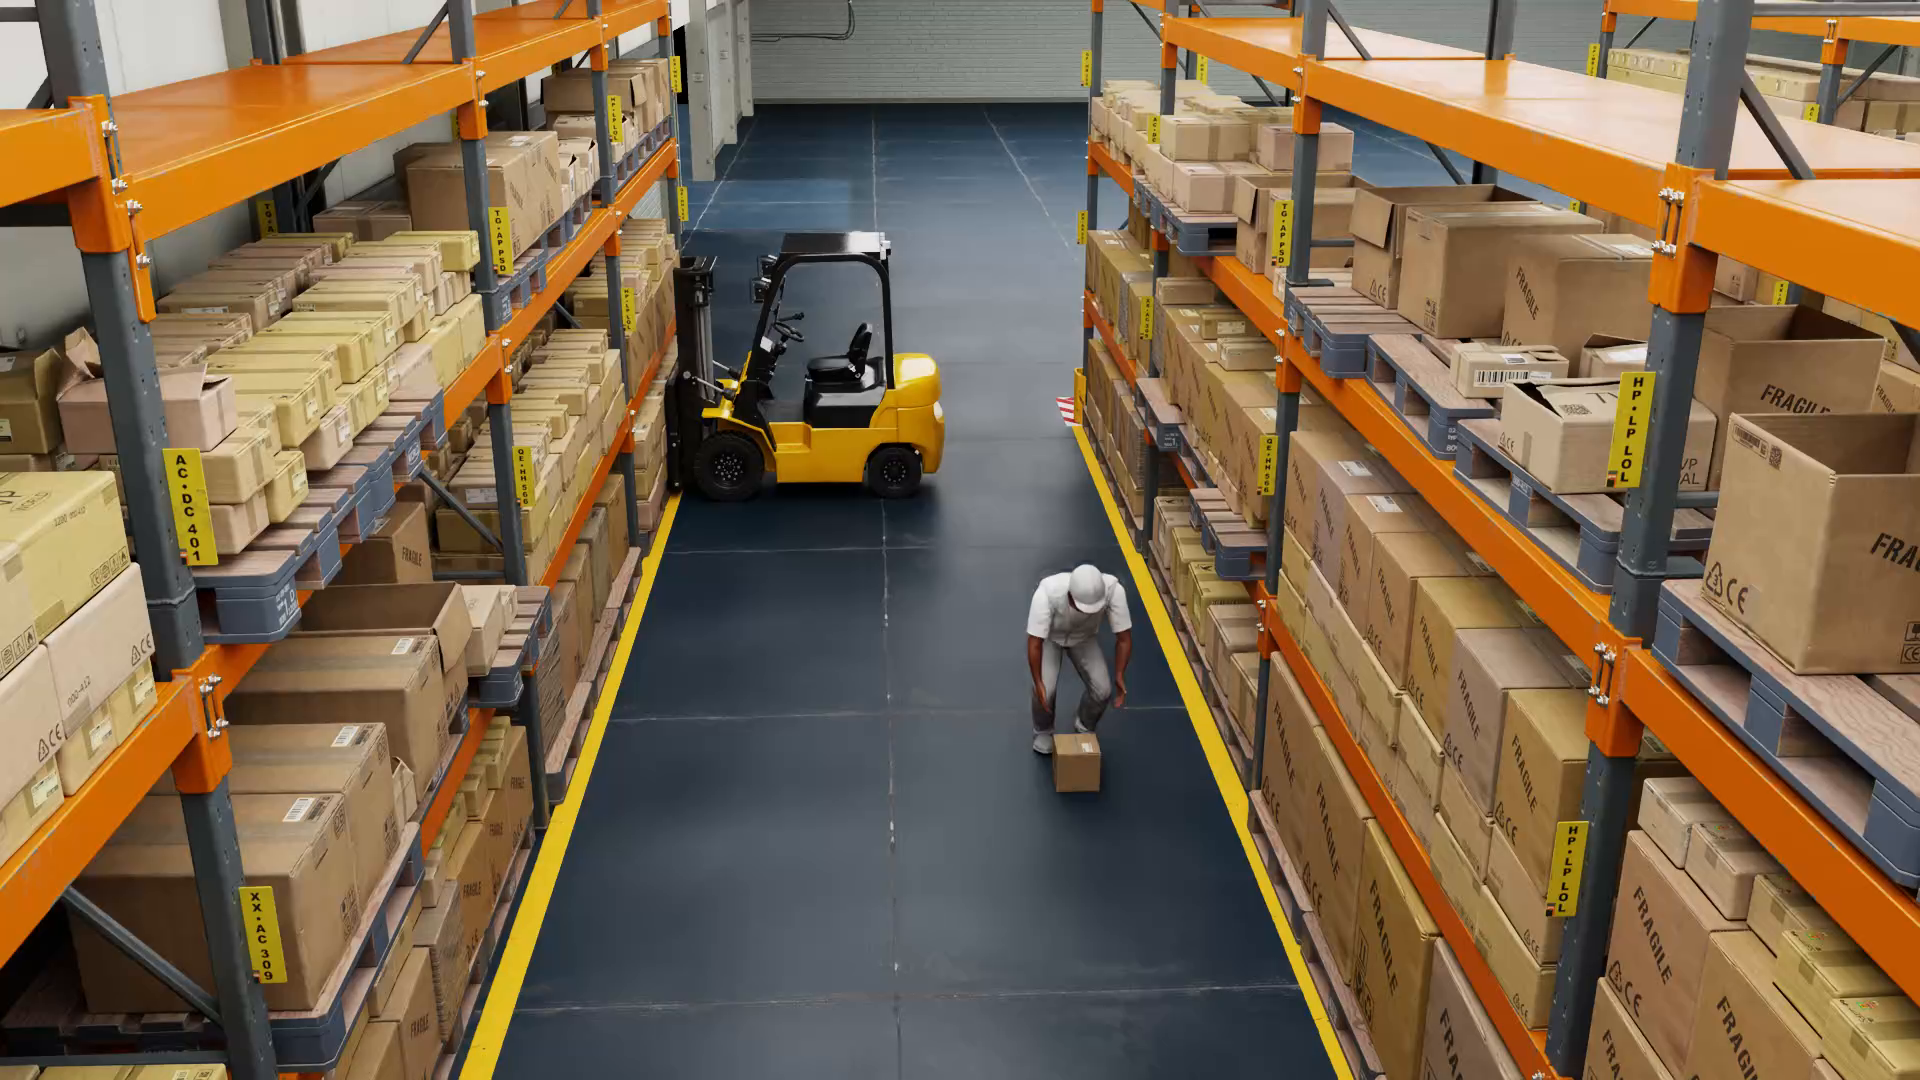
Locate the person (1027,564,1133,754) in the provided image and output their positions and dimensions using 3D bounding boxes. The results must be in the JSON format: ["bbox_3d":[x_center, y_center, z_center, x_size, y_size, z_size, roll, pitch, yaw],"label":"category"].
[{"bbox_3d":[0.693,0.661,9.907,0.629,1.313,0.805,-2,20,-4],"label":"person"}]
